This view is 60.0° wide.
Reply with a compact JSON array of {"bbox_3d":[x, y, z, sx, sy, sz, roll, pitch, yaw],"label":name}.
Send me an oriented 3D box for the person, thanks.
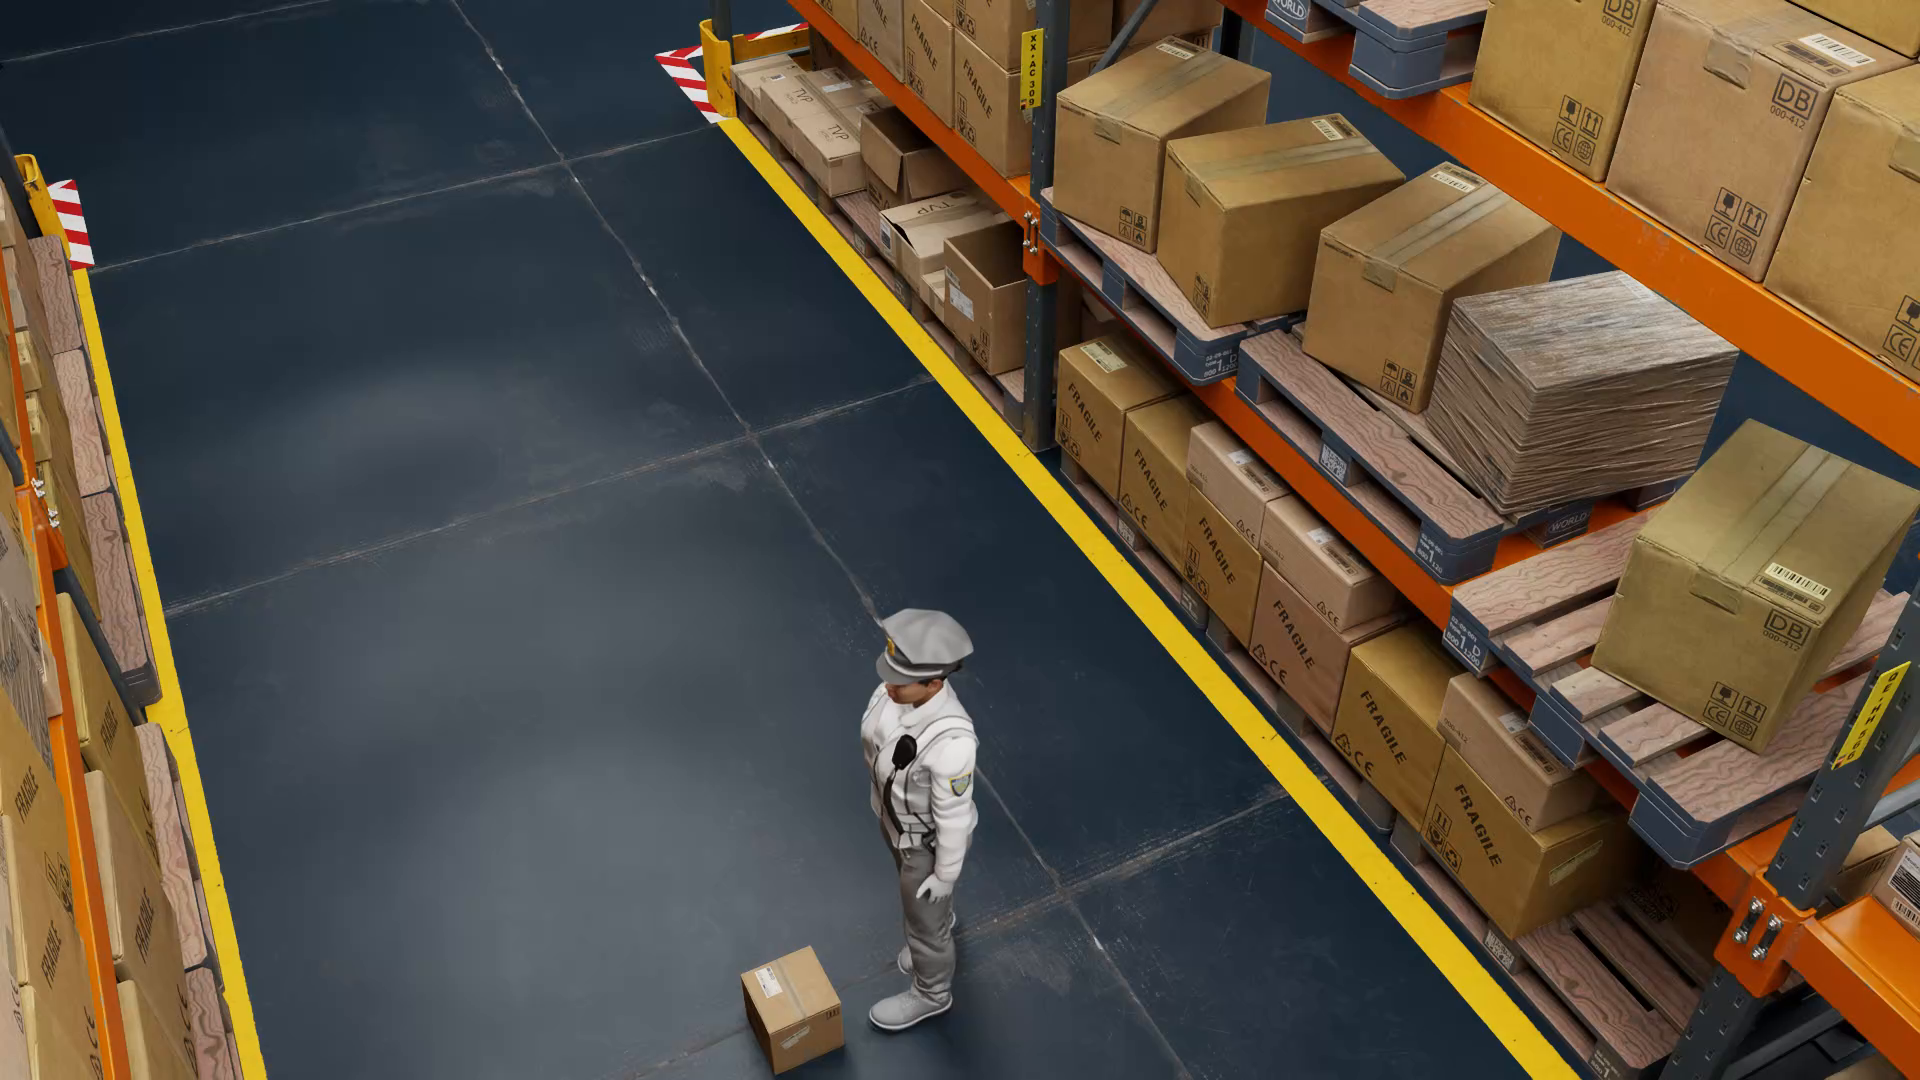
[{"bbox_3d":[-0.138,0.893,5.148,0.431,1.699,0.488,-17,44,-19],"label":"person"}]
